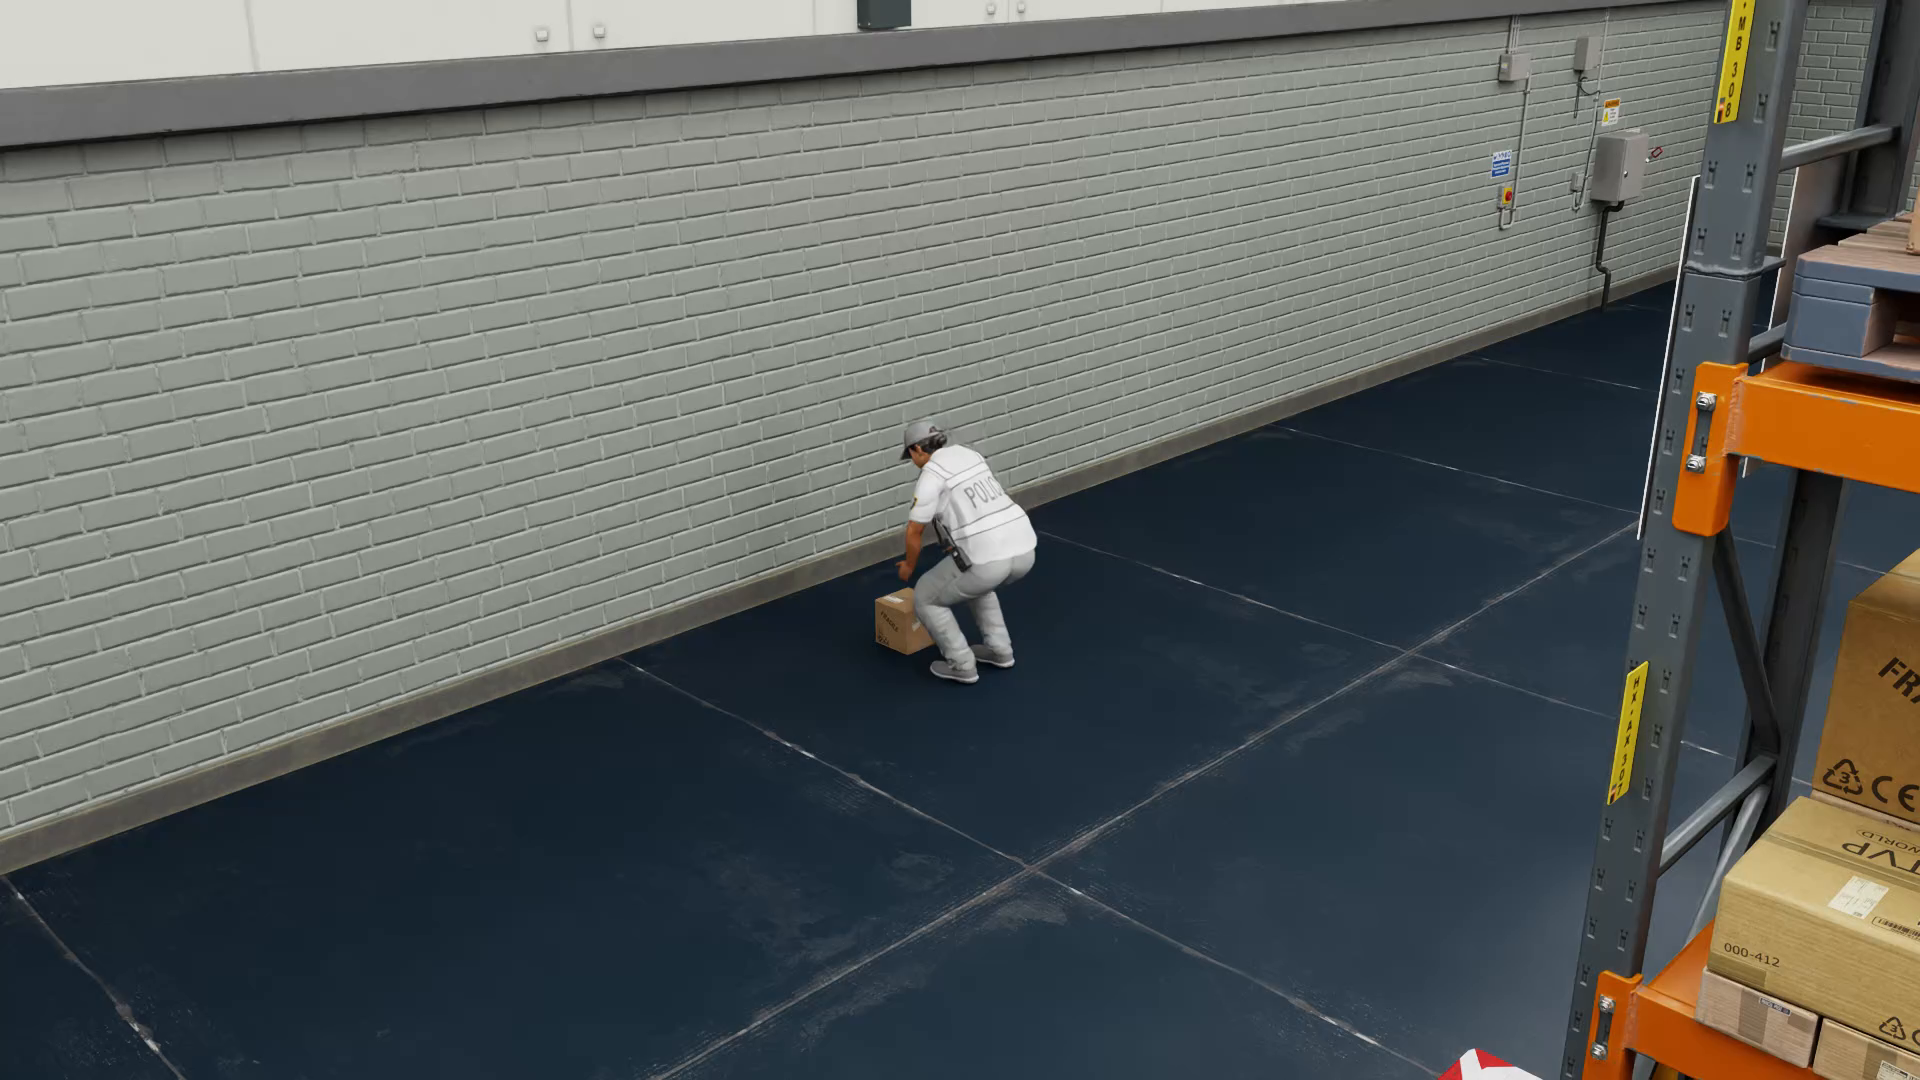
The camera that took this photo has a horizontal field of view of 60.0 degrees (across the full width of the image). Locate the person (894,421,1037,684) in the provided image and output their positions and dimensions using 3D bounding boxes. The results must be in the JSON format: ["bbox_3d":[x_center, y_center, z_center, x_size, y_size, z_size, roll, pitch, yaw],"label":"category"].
[{"bbox_3d":[0.000,0.065,8.478,0.774,1.294,0.536,19,28,41],"label":"person"}]
